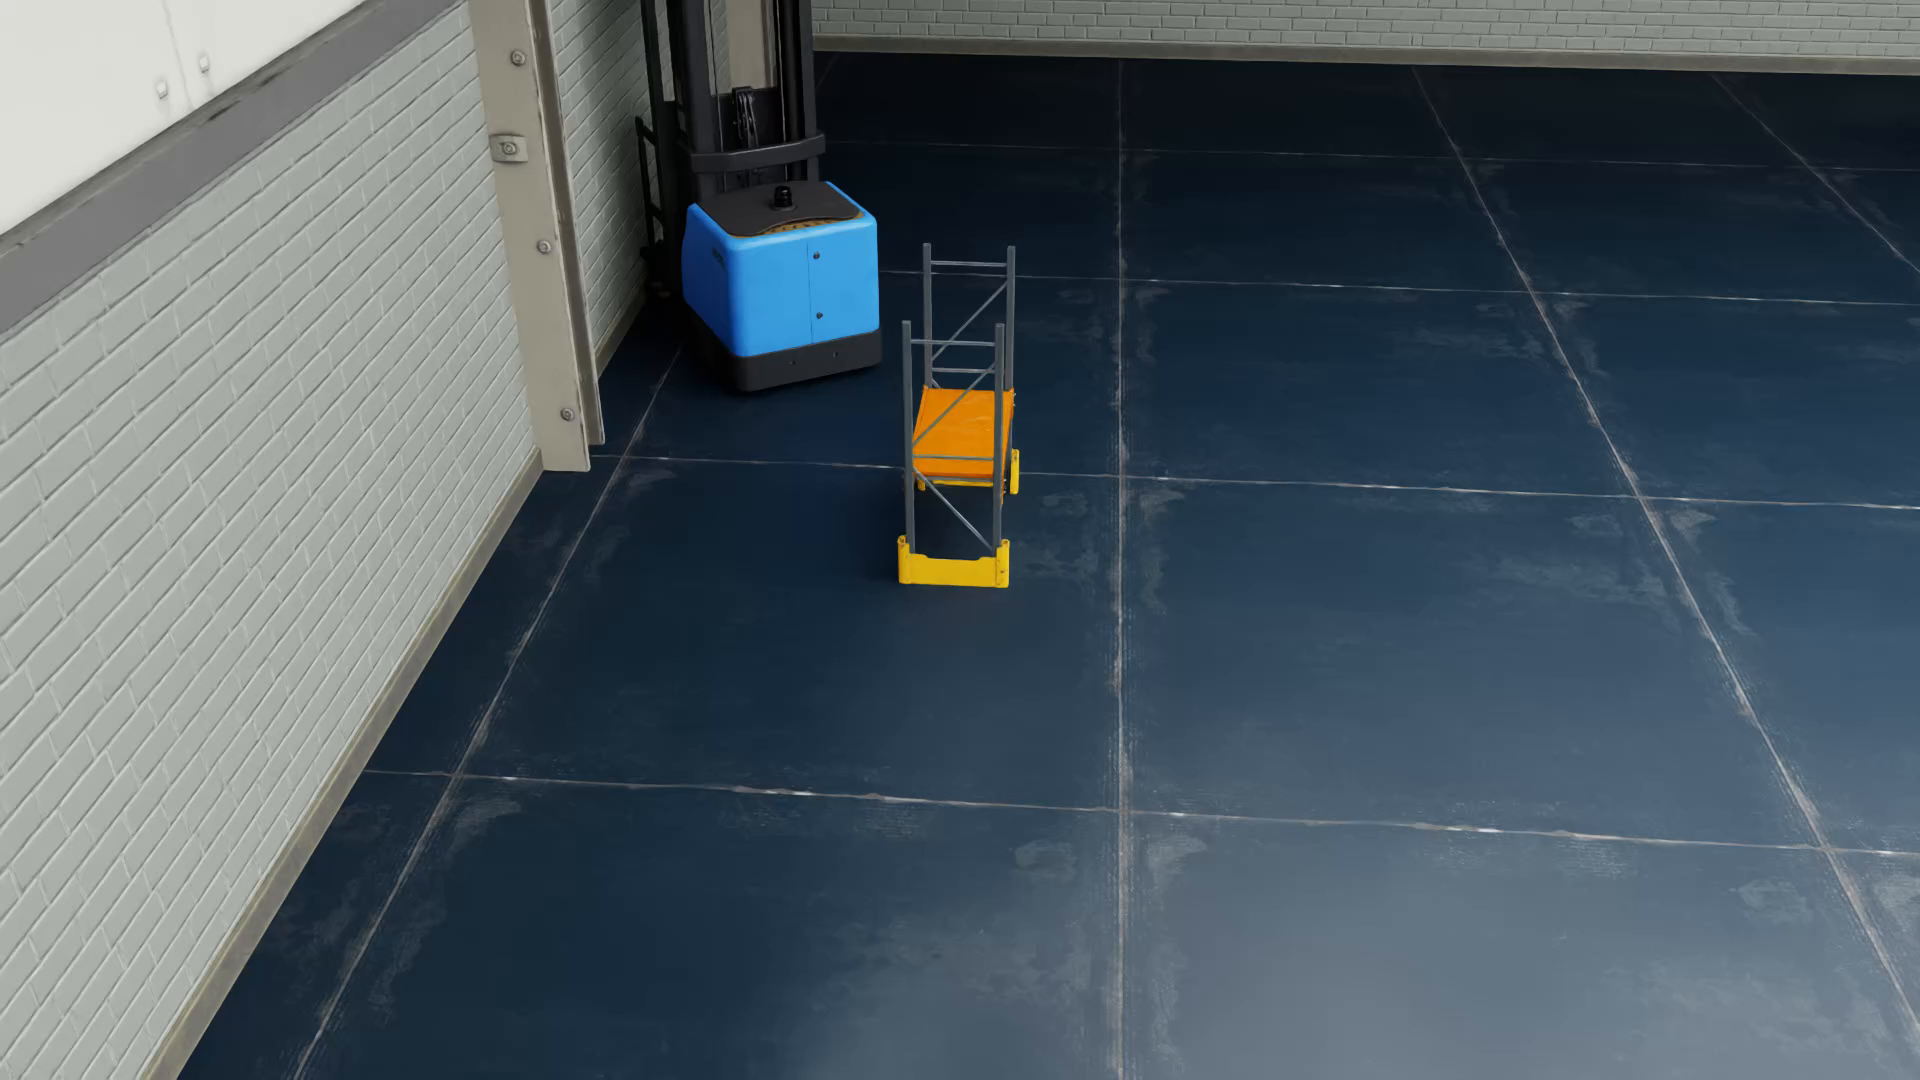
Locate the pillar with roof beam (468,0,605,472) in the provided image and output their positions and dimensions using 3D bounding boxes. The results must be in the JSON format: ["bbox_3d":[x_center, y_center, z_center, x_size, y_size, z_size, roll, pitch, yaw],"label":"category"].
[{"bbox_3d":[1.937,-4.165,7.430,9.100,9.000,0.400,2,32,4],"label":"pillar with roof beam"}]

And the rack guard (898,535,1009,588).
[{"bbox_3d":[-0.034,0.114,8.827,0.587,0.250,0.087,2,32,4],"label":"rack guard"}]

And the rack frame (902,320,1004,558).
[{"bbox_3d":[-0.034,-0.417,8.498,0.500,1.500,0.032,2,32,4],"label":"rack frame"}]

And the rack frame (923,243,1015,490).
[{"bbox_3d":[0.048,-0.949,9.360,0.500,1.500,0.032,2,32,4],"label":"rack frame"}]

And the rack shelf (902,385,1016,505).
[{"bbox_3d":[0.007,-0.530,9.023,0.538,0.185,1.000,2,32,4],"label":"rack shelf"}]

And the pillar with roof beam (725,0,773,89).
[{"bbox_3d":[2.426,-7.302,12.521,9.100,9.000,0.400,2,32,4],"label":"pillar with roof beam"}]

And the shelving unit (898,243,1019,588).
[{"bbox_3d":[0.006,-0.678,8.921,0.587,1.500,1.083,2,32,4],"label":"shelving unit"}]

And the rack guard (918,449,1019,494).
[{"bbox_3d":[0.047,-0.407,9.672,0.587,0.250,0.087,2,32,4],"label":"rack guard"}]

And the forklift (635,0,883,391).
[{"bbox_3d":[-1.623,-2.952,11.246,1.130,2.935,3.031,-15,35,-22],"label":"forklift"}]
